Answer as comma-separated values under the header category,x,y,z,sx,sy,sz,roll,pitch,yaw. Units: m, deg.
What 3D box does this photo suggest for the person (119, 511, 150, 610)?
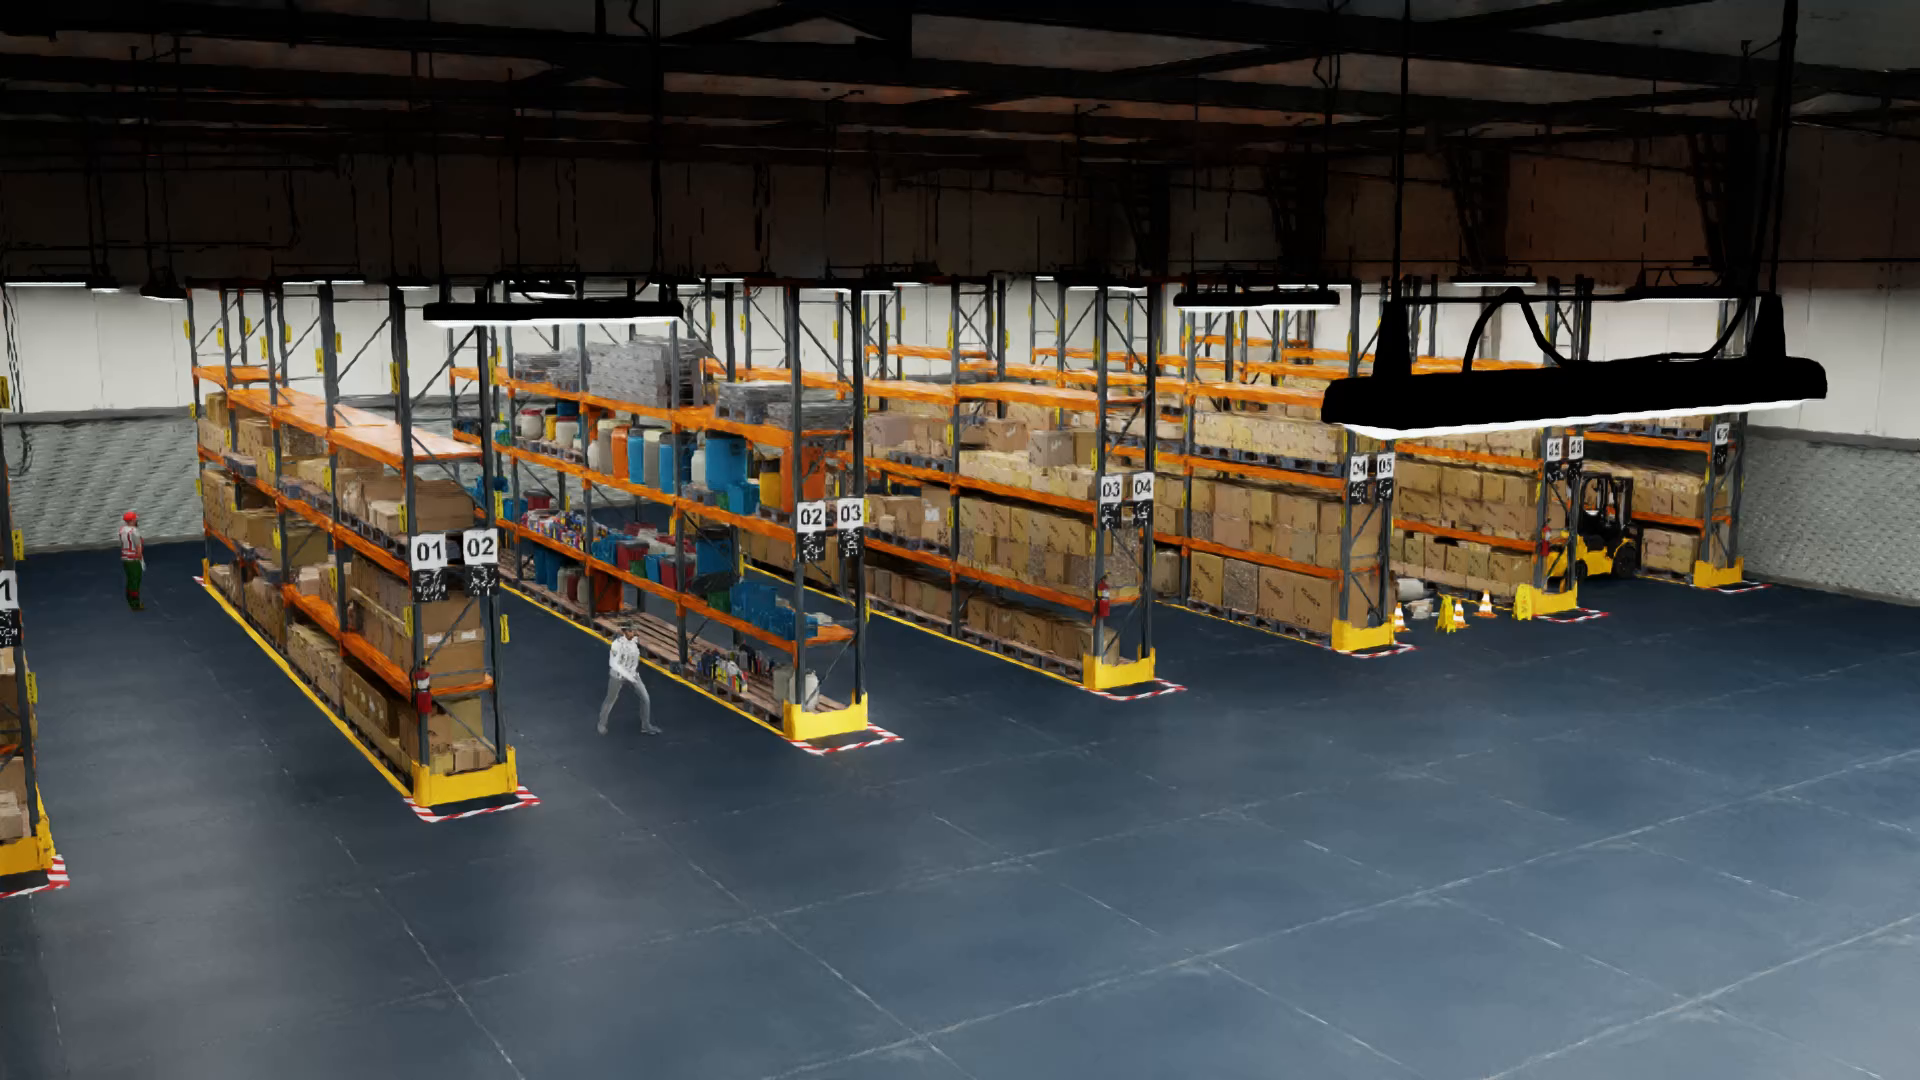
category,x,y,z,sx,sy,sz,roll,pitch,yaw
person,-15.078,0.358,30.366,0.649,1.794,0.400,7,12,34

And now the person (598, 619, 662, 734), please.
category,x,y,z,sx,sy,sz,roll,pitch,yaw
person,-4.505,1.818,22.310,0.813,1.607,0.638,8,13,40

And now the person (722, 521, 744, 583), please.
category,x,y,z,sx,sy,sz,roll,pitch,yaw
person,-4.575,-0.043,32.810,0.636,1.775,0.677,0,10,-1
